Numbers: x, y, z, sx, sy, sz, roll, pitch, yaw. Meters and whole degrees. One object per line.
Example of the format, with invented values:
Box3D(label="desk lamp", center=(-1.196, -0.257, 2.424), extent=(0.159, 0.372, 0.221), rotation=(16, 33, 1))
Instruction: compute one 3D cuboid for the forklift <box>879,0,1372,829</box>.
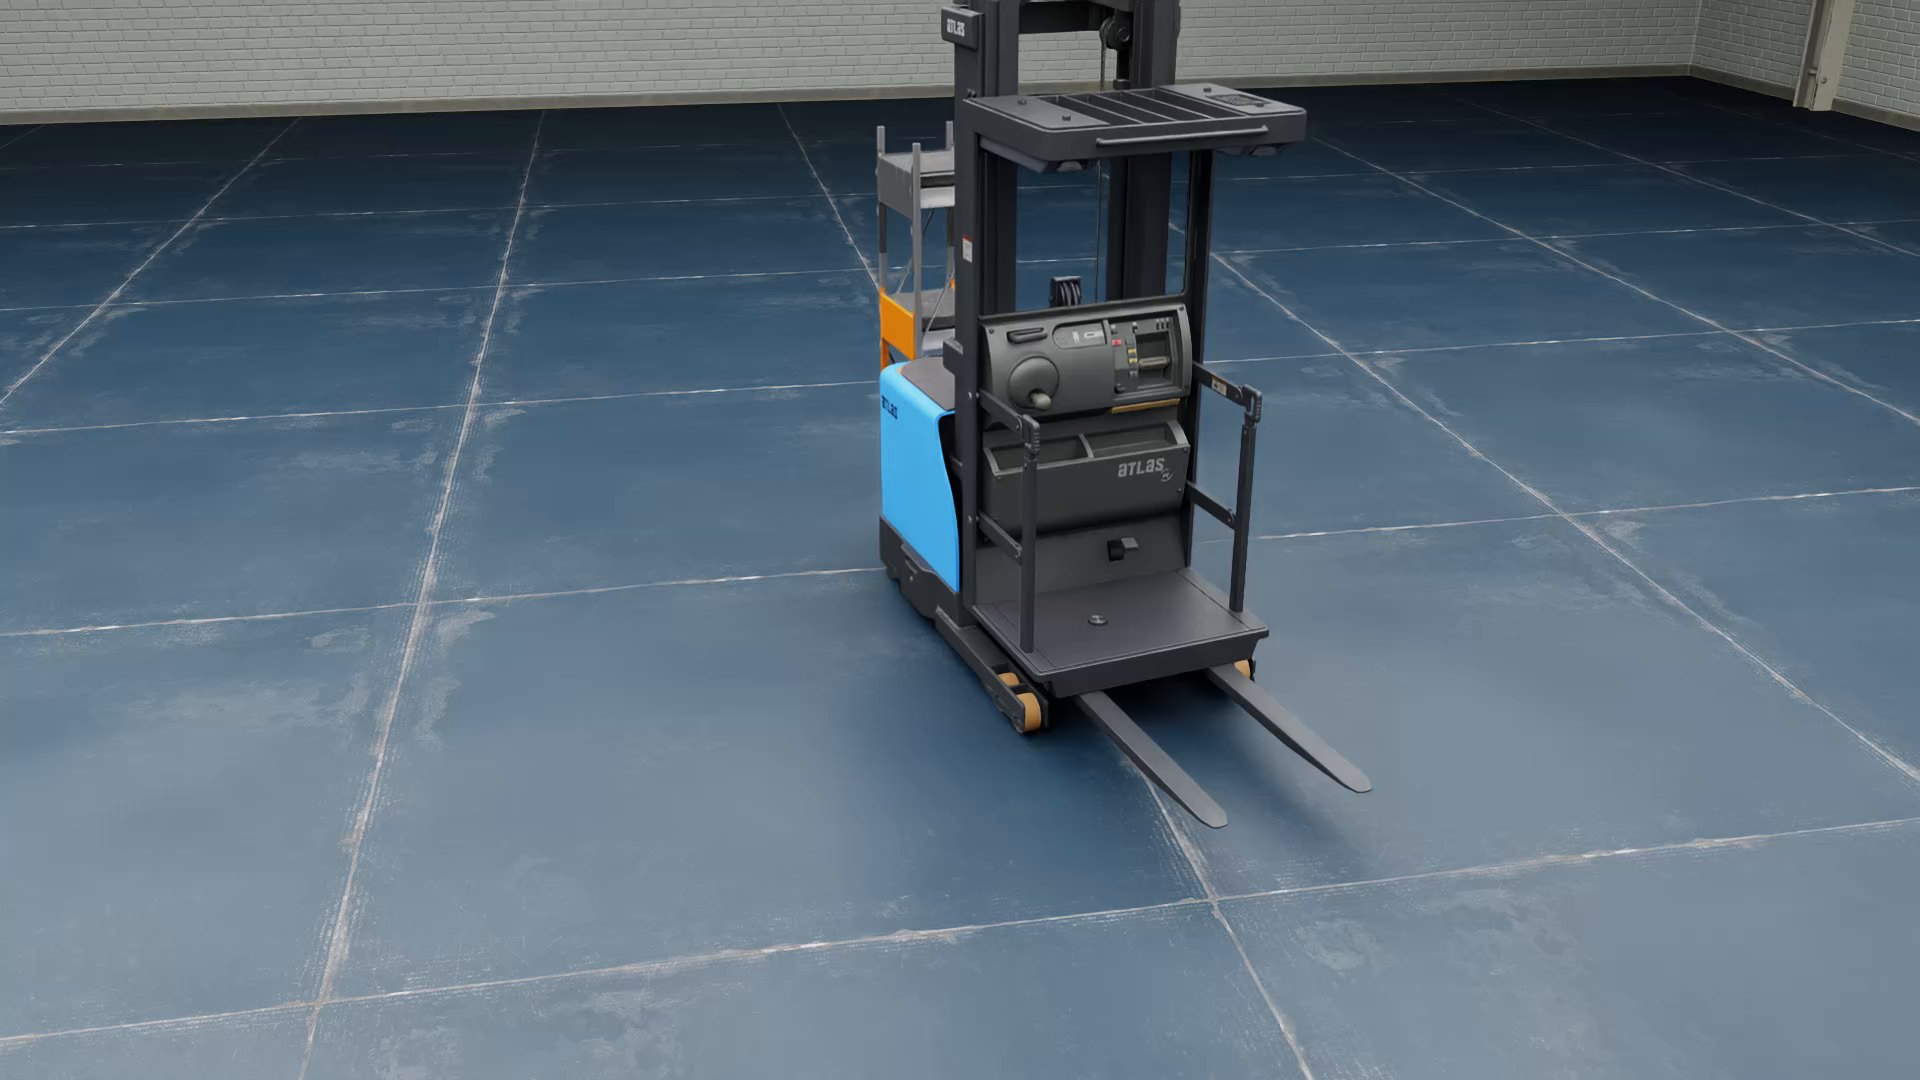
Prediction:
Box3D(label="forklift", center=(0.628, -0.734, 6.768), extent=(1.130, 2.935, 3.031), rotation=(-9, 25, -20))

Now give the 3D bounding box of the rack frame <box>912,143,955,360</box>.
Box3D(label="rack frame", center=(-0.034, -0.909, 8.207), extent=(0.400, 2.100, 0.015), rotation=(-9, 25, -20))

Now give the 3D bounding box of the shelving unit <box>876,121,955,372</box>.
Box3D(label="shelving unit", center=(-0.127, -0.999, 8.413), extent=(0.431, 2.100, 0.503), rotation=(-9, 25, -20))

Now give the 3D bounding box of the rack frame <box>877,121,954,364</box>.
Box3D(label="rack frame", center=(-0.220, -1.089, 8.620), extent=(0.400, 2.100, 0.015), rotation=(-9, 25, -20))

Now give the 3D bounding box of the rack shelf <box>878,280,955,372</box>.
Box3D(label="rack shelf", center=(-0.127, -0.986, 8.419), extent=(0.431, 0.518, 0.480), rotation=(-9, 25, -20))

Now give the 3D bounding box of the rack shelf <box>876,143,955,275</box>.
Box3D(label="rack shelf", center=(-0.127, -1.628, 8.139), extent=(0.431, 0.518, 0.480), rotation=(-9, 25, -20))

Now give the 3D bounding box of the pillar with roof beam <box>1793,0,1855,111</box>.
Box3D(label="pillar with roof beam", center=(6.841, -9.415, 19.064), extent=(9.100, 9.000, 0.400), rotation=(-4, 24, -10))
